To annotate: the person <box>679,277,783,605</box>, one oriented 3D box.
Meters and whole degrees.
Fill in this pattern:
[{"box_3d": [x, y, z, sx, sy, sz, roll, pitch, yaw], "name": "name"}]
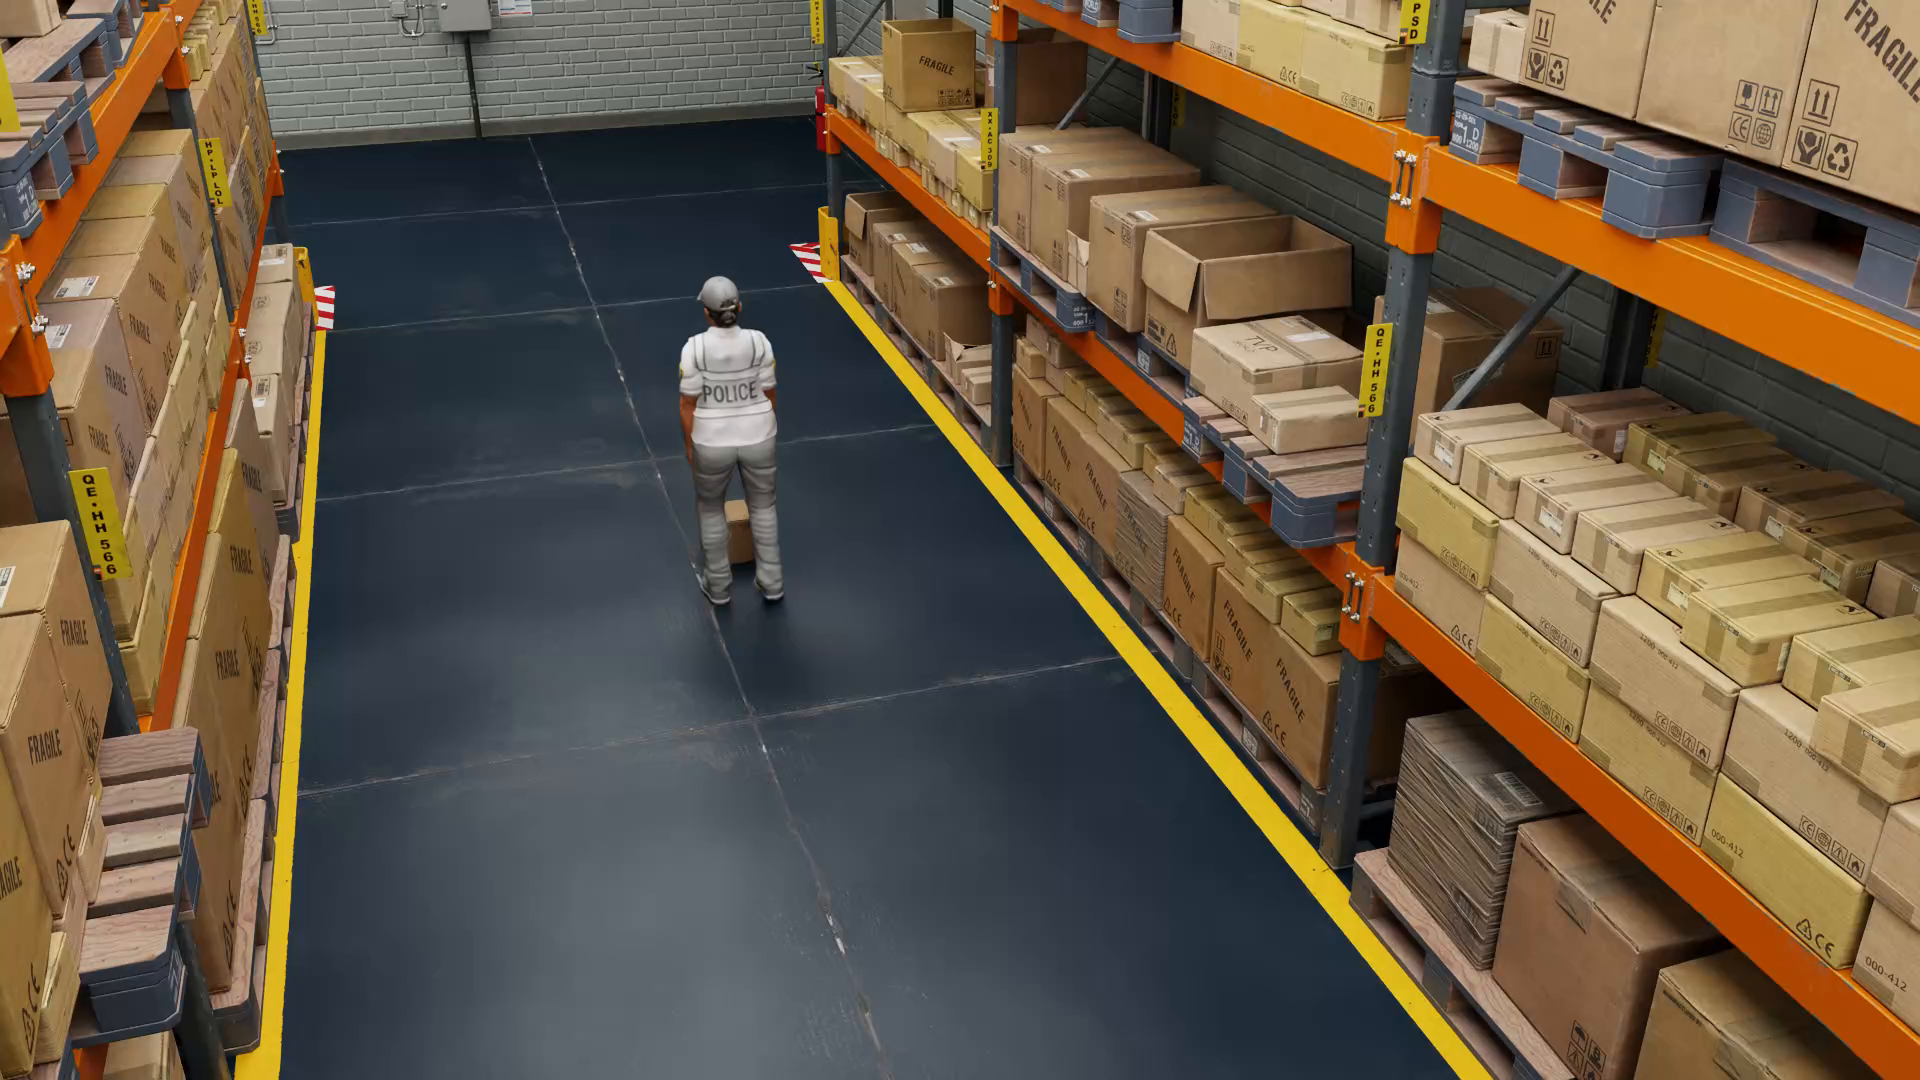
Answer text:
[{"box_3d": [-1.117, -0.475, 8.076, 0.468, 1.661, 0.391, -7, 27, -15], "name": "person"}]
